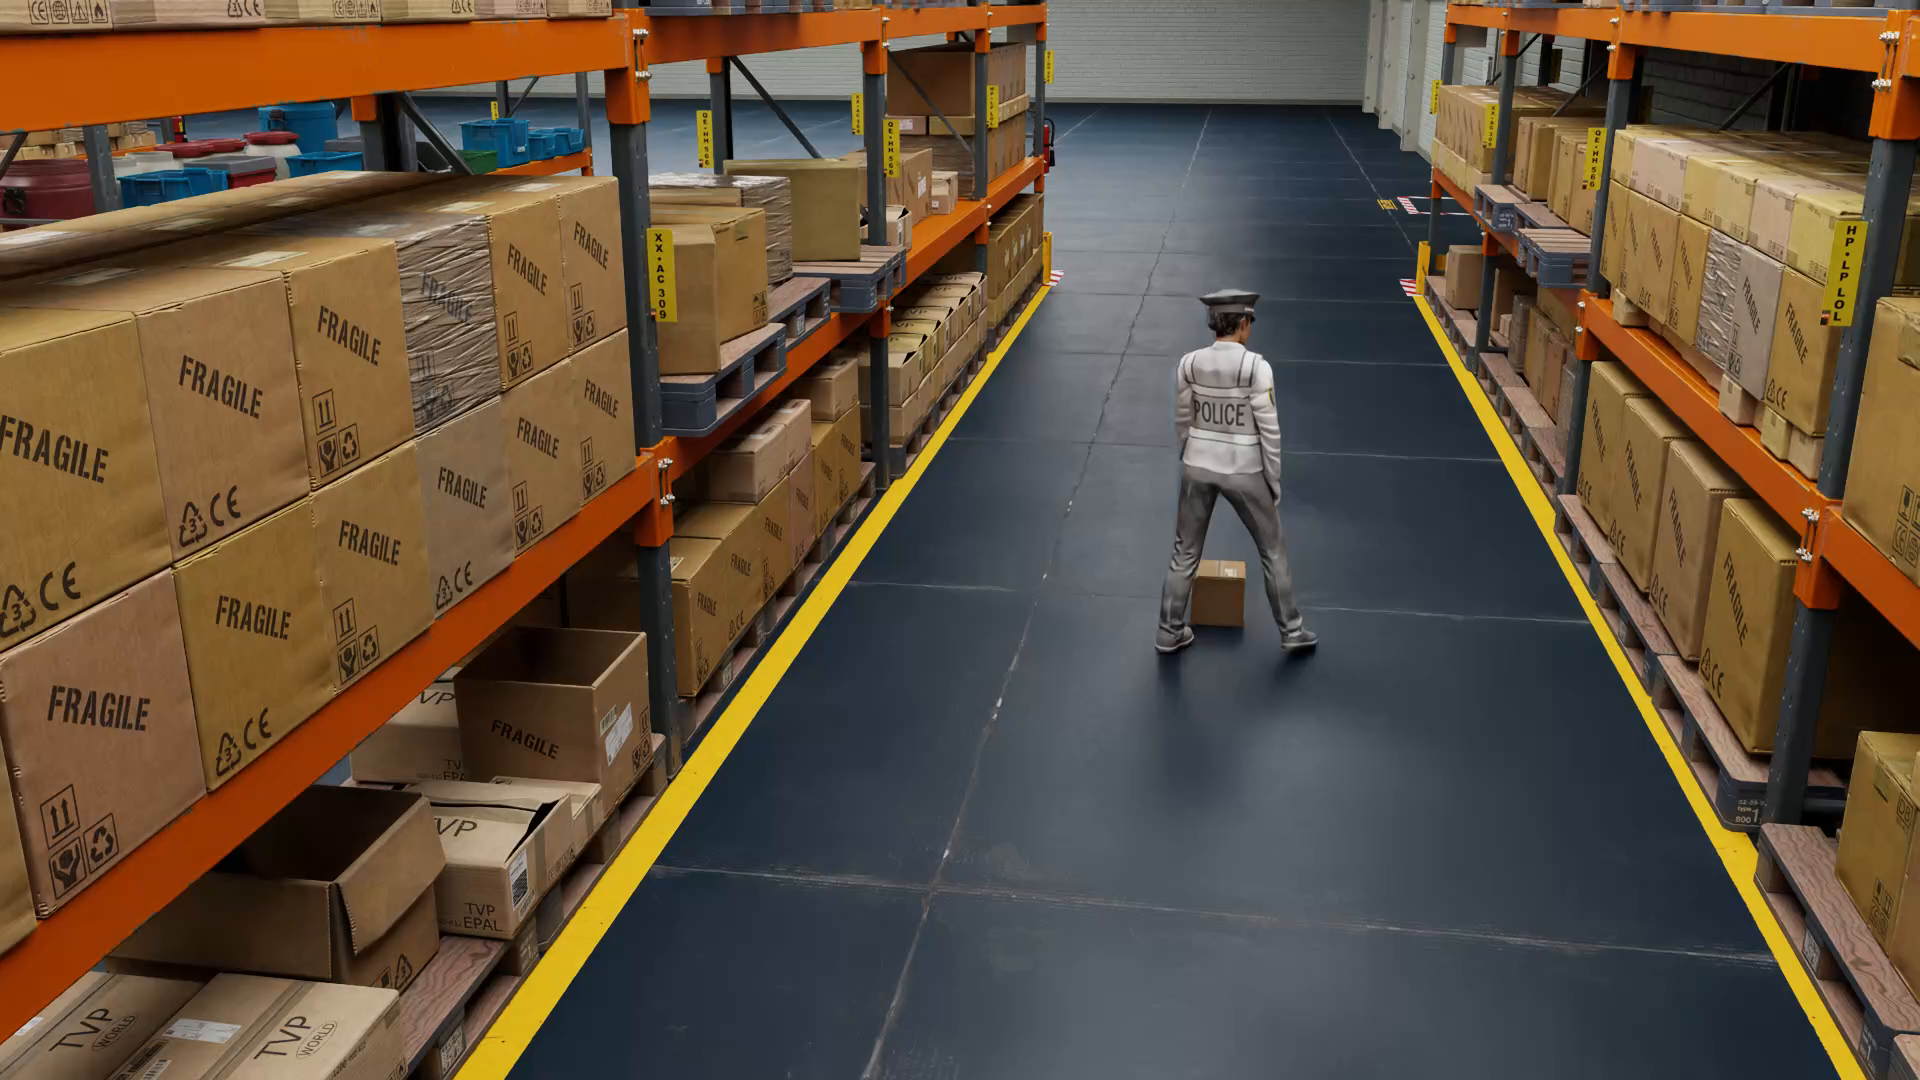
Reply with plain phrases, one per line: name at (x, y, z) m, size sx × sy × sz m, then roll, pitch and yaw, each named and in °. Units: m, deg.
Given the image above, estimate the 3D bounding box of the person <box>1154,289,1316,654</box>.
person at (1.272, -0.285, 7.409) m, size 0.647 × 1.662 × 0.507 m, roll 9°, pitch 20°, yaw 26°
